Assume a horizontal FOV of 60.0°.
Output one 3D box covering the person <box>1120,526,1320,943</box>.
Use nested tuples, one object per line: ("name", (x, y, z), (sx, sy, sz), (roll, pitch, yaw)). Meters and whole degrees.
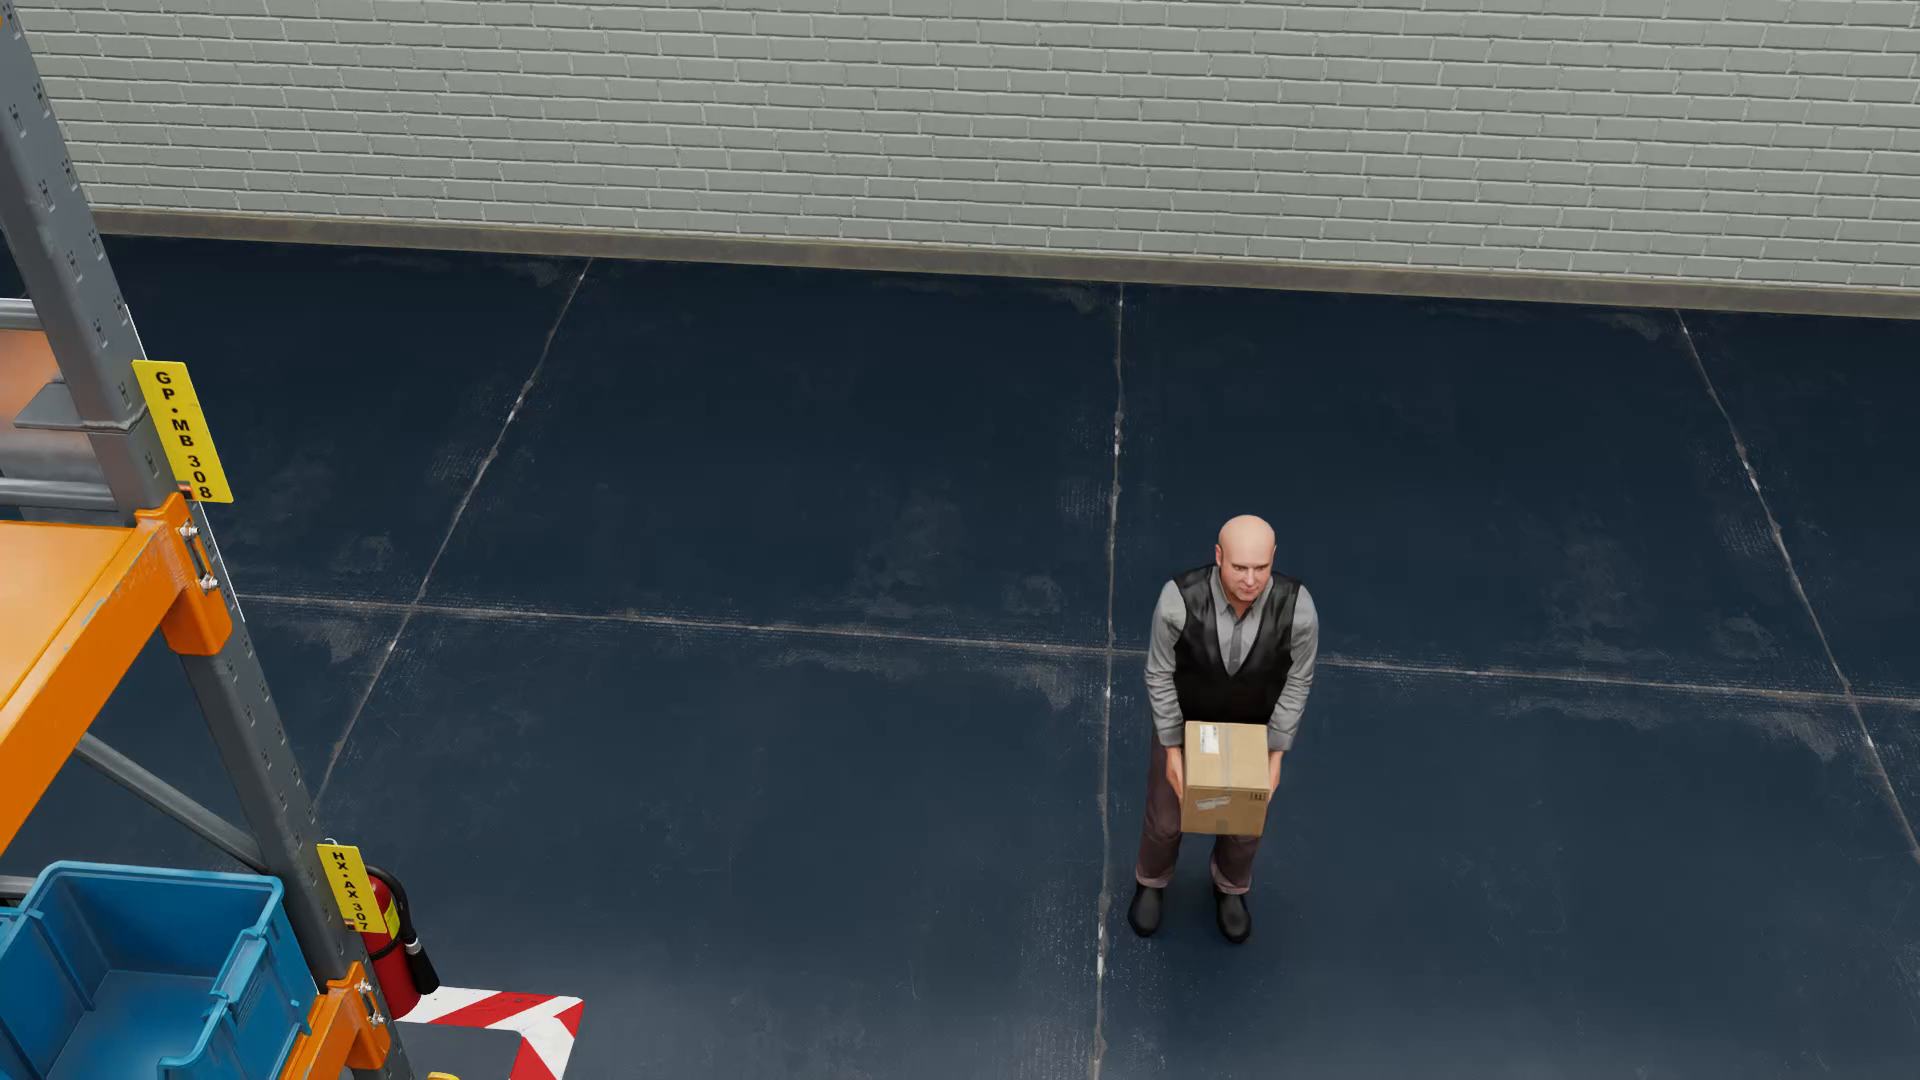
("person", (0.848, 0.620, 5.427), (0.558, 1.725, 0.422), (2, 40, 3))
